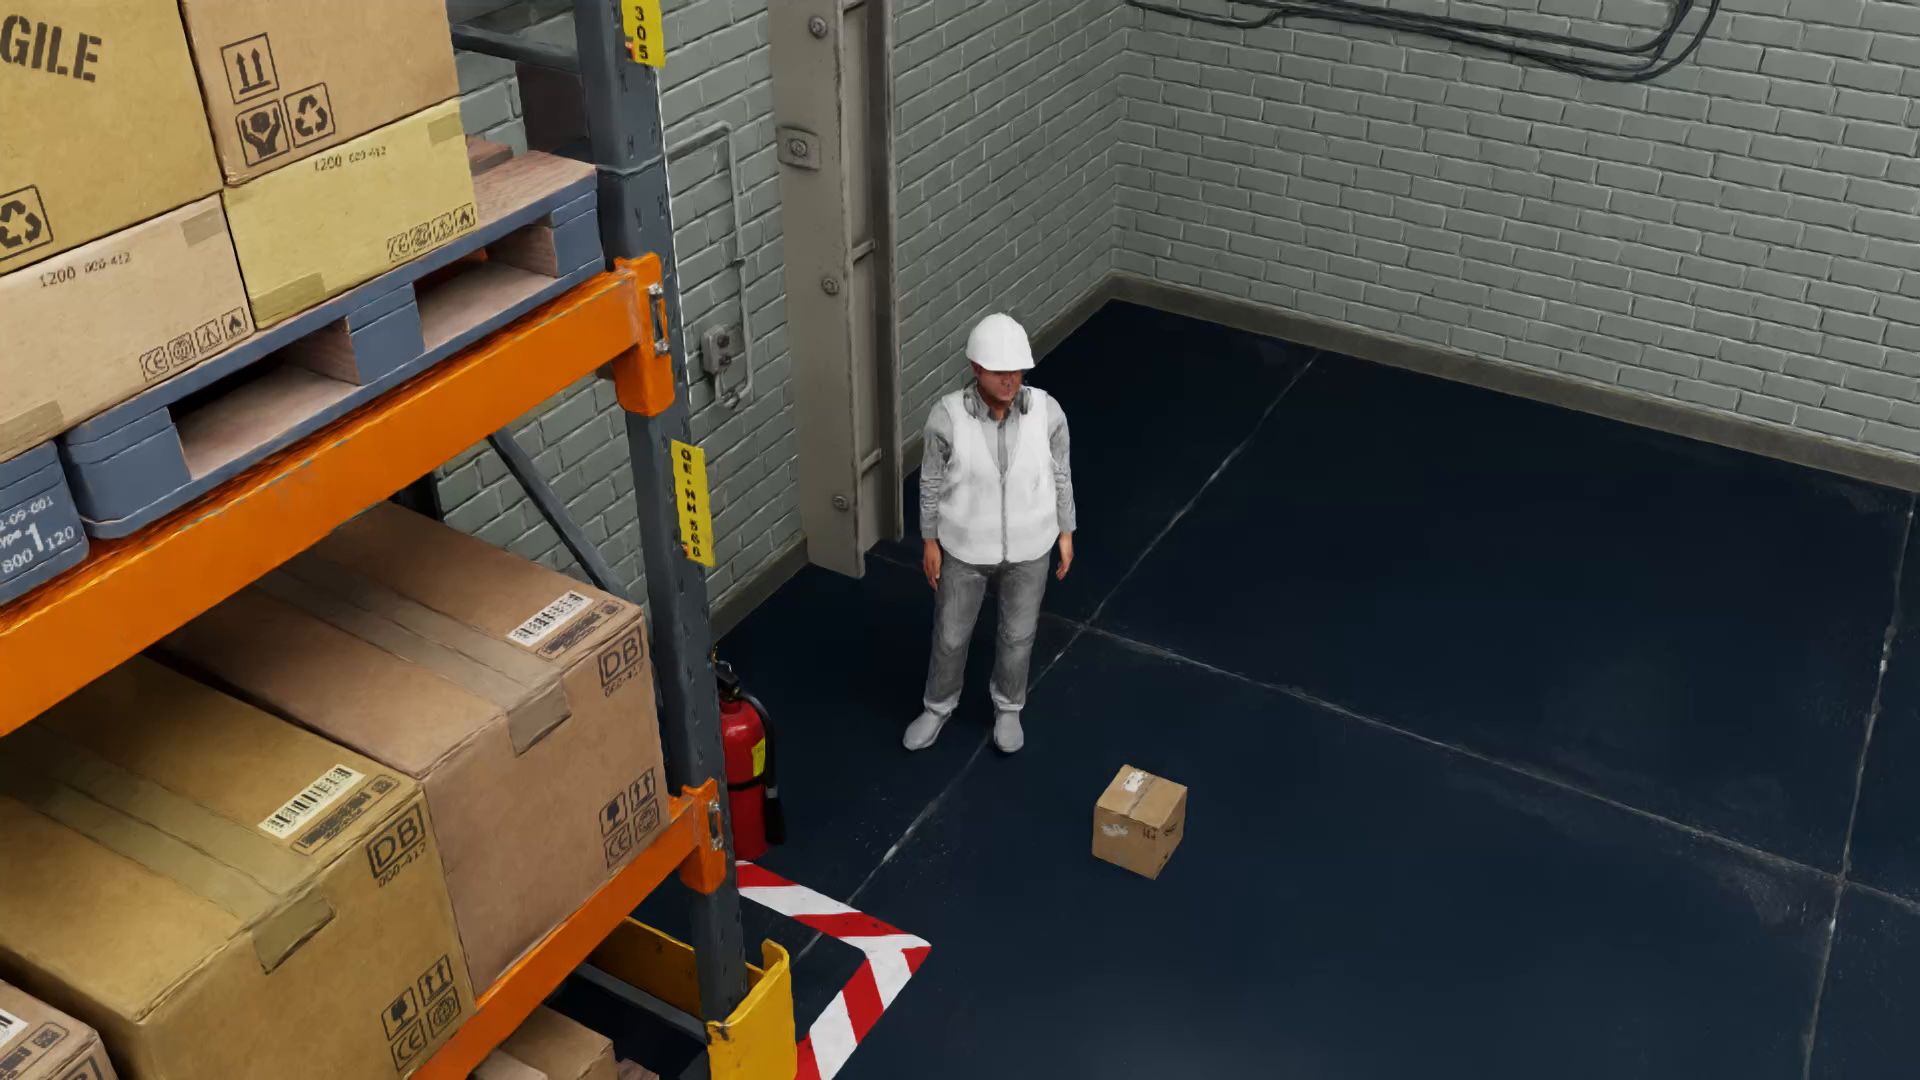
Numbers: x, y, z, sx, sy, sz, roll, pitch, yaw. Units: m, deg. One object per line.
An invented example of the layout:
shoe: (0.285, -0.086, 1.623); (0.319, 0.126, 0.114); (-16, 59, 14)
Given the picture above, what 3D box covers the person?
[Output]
person: (0.100, 0.012, 6.090); (0.667, 1.775, 0.377); (-5, 34, -7)
